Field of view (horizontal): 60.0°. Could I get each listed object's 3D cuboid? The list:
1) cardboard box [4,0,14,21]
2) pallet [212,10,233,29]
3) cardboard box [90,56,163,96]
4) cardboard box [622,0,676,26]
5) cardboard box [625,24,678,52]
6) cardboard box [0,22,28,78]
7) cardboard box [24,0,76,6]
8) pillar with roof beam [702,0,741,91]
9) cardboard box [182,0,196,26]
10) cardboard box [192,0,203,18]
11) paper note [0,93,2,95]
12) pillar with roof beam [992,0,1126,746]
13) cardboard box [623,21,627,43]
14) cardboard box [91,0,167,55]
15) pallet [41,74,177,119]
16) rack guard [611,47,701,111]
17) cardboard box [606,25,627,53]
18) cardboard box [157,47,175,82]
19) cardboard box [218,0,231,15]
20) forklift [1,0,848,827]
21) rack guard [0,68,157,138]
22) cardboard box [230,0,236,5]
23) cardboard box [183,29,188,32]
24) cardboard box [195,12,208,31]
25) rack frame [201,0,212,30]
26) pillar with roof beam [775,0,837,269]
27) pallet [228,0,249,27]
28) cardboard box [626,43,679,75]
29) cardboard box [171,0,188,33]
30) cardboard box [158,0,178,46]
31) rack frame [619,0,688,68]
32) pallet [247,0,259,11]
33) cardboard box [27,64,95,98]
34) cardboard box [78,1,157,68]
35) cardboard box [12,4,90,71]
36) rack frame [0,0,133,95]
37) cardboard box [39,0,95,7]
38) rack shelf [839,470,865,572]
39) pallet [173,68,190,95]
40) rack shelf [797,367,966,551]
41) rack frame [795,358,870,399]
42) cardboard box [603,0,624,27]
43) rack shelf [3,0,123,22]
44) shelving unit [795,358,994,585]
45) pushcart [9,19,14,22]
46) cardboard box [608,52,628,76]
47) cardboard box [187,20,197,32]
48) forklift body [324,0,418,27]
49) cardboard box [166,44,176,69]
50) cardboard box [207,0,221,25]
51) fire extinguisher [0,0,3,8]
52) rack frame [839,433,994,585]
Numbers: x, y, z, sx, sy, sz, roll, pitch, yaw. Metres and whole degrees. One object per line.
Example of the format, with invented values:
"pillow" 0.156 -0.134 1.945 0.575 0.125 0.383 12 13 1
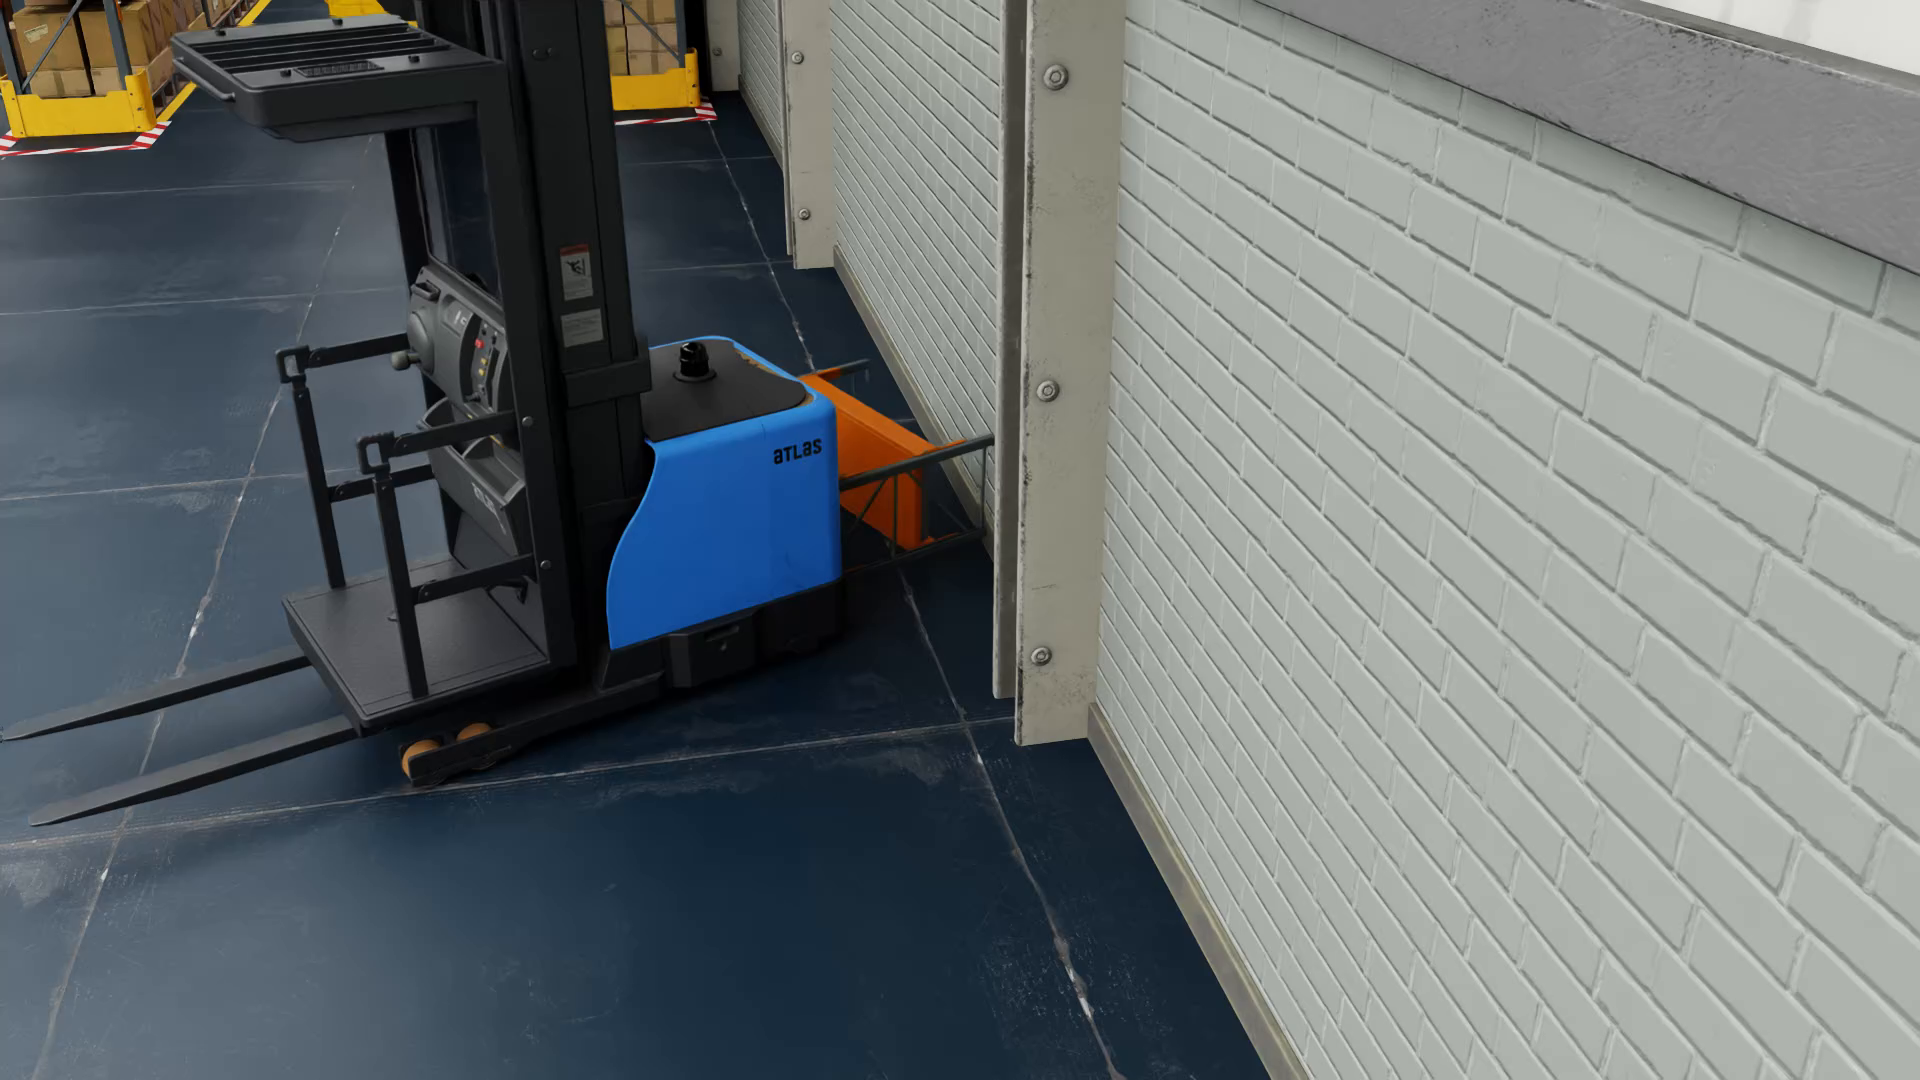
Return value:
"cardboard box" -10.568 -5.820 17.885 0.500 0.500 0.500 -6 27 -12
"pallet" -9.017 -5.888 19.182 1.003 0.211 1.213 -6 27 -12
"cardboard box" -7.851 -4.378 15.680 0.500 0.250 0.500 -6 27 -12
"cardboard box" -3.028 -5.178 16.155 0.500 0.250 0.500 -6 27 -12
"cardboard box" -3.007 -4.952 16.262 0.500 0.250 0.500 -5 27 -11
"cardboard box" -9.925 -5.068 17.233 0.500 0.500 0.500 13 30 24
"cardboard box" -8.522 -5.099 15.557 0.380 0.149 0.250 -5 27 -10
"pillar with roof beam" -6.577 -8.179 13.968 9.100 9.000 0.400 -6 27 -12
"cardboard box" -8.329 -5.631 17.330 0.500 0.500 0.500 -5 27 -11
"cardboard box" -8.446 -5.854 17.772 0.500 0.500 0.500 -6 27 -12
"paper note" -9.475 -4.434 16.500 0.142 0.019 0.148 -16 31 -29
"pillar with roof beam" -3.873 -2.911 3.531 9.100 9.000 0.400 -6 27 -12
"cardboard box" -3.131 -5.171 16.696 0.500 0.250 0.500 -6 27 -12
"cardboard box" -7.979 -4.952 15.985 0.500 0.500 0.500 -7 28 -14
"pallet" -8.105 -4.184 15.806 1.003 0.211 1.213 -6 27 -12
"rack guard" -3.098 -4.415 15.942 1.175 0.500 0.348 -6 27 -12
"cardboard box" -3.518 -4.906 16.172 0.500 0.250 0.500 -6 27 -12
"cardboard box" -7.959 -4.602 16.125 0.500 0.250 0.500 -5 27 -10
"cardboard box" -9.126 -6.351 19.454 0.950 0.372 0.625 -4 27 -8
"forklift" -1.969 -0.690 5.863 3.031 2.935 1.130 -17 32 -30
"rack guard" -7.956 -3.953 15.027 1.175 0.500 0.348 -6 27 -12
"cardboard box" -9.285 -6.656 20.059 0.950 0.372 0.625 -5 27 -10
"cardboard box" -8.205 -5.063 17.037 0.500 0.250 0.500 -6 27 -11
"cardboard box" -8.445 -5.519 17.941 0.500 0.250 0.500 -5 27 -9
"rack frame" -8.840 -6.791 17.877 1.000 3.000 0.127 -6 27 -12
"pillar with roof beam" -5.225 -5.545 8.750 9.100 9.000 0.400 -6 27 -12
"pallet" -9.296 -6.425 20.245 1.003 0.211 1.213 -6 27 -12
"cardboard box" -3.024 -4.737 16.391 0.500 0.250 0.500 -6 27 -11
"cardboard box" -8.213 -5.407 16.886 0.500 0.500 0.500 -5 27 -9
"cardboard box" -8.084 -5.173 16.423 0.500 0.500 0.500 -5 27 -11
"rack frame" -3.104 -5.541 15.399 1.000 3.000 0.127 -6 27 -12
"pallet" -9.567 -6.959 21.304 1.003 0.211 1.213 -6 27 -12
"cardboard box" -8.389 -4.334 15.592 0.500 0.250 0.500 -6 27 -12
"cardboard box" -7.857 -4.723 15.531 0.500 0.500 0.500 -7 28 -13
"cardboard box" -8.374 -4.655 15.398 0.500 0.500 0.500 -6 27 -11
"rack frame" -7.939 -5.035 14.397 1.000 3.000 0.127 -6 27 -12
"cardboard box" -8.494 -4.884 15.851 0.500 0.500 0.500 -5 27 -10
"rack shelf" -0.821 -0.227 7.422 0.278 0.538 1.000 -19 35 -33
"pallet" -8.376 -4.719 16.865 1.003 0.211 1.213 -6 27 -12
"rack shelf" -0.396 -0.374 7.716 0.278 0.538 1.000 -19 35 -33
"rack frame" -0.900 -0.509 7.931 1.125 0.500 0.032 -19 35 -33
"cardboard box" -3.511 -5.118 16.037 0.500 0.250 0.500 -5 27 -10
"rack shelf" -8.390 -5.592 16.299 1.077 0.370 4.000 -6 27 -12
"shelving unit" -0.590 -0.307 7.582 1.125 0.538 1.048 -19 35 -33
"pushcart" -11.050 -5.367 17.965 1.648 0.377 0.936 -16 31 -29
"cardboard box" -3.517 -4.675 16.269 0.500 0.250 0.500 -6 27 -11
"cardboard box" -8.315 -5.286 17.480 0.500 0.250 0.500 -7 28 -13
"forklift body" -5.309 -5.809 16.873 2.313 2.155 1.214 -6 27 -12
"cardboard box" -8.094 -4.841 16.597 0.500 0.250 0.500 -4 27 -8
"cardboard box" -8.961 -6.036 18.830 0.950 0.372 0.625 -6 27 -11
"fire extinguisher" -8.362 -4.904 14.223 0.296 0.674 0.183 -6 27 -12
"rack frame" -0.279 -0.105 7.234 1.125 0.500 0.032 -19 35 -33
